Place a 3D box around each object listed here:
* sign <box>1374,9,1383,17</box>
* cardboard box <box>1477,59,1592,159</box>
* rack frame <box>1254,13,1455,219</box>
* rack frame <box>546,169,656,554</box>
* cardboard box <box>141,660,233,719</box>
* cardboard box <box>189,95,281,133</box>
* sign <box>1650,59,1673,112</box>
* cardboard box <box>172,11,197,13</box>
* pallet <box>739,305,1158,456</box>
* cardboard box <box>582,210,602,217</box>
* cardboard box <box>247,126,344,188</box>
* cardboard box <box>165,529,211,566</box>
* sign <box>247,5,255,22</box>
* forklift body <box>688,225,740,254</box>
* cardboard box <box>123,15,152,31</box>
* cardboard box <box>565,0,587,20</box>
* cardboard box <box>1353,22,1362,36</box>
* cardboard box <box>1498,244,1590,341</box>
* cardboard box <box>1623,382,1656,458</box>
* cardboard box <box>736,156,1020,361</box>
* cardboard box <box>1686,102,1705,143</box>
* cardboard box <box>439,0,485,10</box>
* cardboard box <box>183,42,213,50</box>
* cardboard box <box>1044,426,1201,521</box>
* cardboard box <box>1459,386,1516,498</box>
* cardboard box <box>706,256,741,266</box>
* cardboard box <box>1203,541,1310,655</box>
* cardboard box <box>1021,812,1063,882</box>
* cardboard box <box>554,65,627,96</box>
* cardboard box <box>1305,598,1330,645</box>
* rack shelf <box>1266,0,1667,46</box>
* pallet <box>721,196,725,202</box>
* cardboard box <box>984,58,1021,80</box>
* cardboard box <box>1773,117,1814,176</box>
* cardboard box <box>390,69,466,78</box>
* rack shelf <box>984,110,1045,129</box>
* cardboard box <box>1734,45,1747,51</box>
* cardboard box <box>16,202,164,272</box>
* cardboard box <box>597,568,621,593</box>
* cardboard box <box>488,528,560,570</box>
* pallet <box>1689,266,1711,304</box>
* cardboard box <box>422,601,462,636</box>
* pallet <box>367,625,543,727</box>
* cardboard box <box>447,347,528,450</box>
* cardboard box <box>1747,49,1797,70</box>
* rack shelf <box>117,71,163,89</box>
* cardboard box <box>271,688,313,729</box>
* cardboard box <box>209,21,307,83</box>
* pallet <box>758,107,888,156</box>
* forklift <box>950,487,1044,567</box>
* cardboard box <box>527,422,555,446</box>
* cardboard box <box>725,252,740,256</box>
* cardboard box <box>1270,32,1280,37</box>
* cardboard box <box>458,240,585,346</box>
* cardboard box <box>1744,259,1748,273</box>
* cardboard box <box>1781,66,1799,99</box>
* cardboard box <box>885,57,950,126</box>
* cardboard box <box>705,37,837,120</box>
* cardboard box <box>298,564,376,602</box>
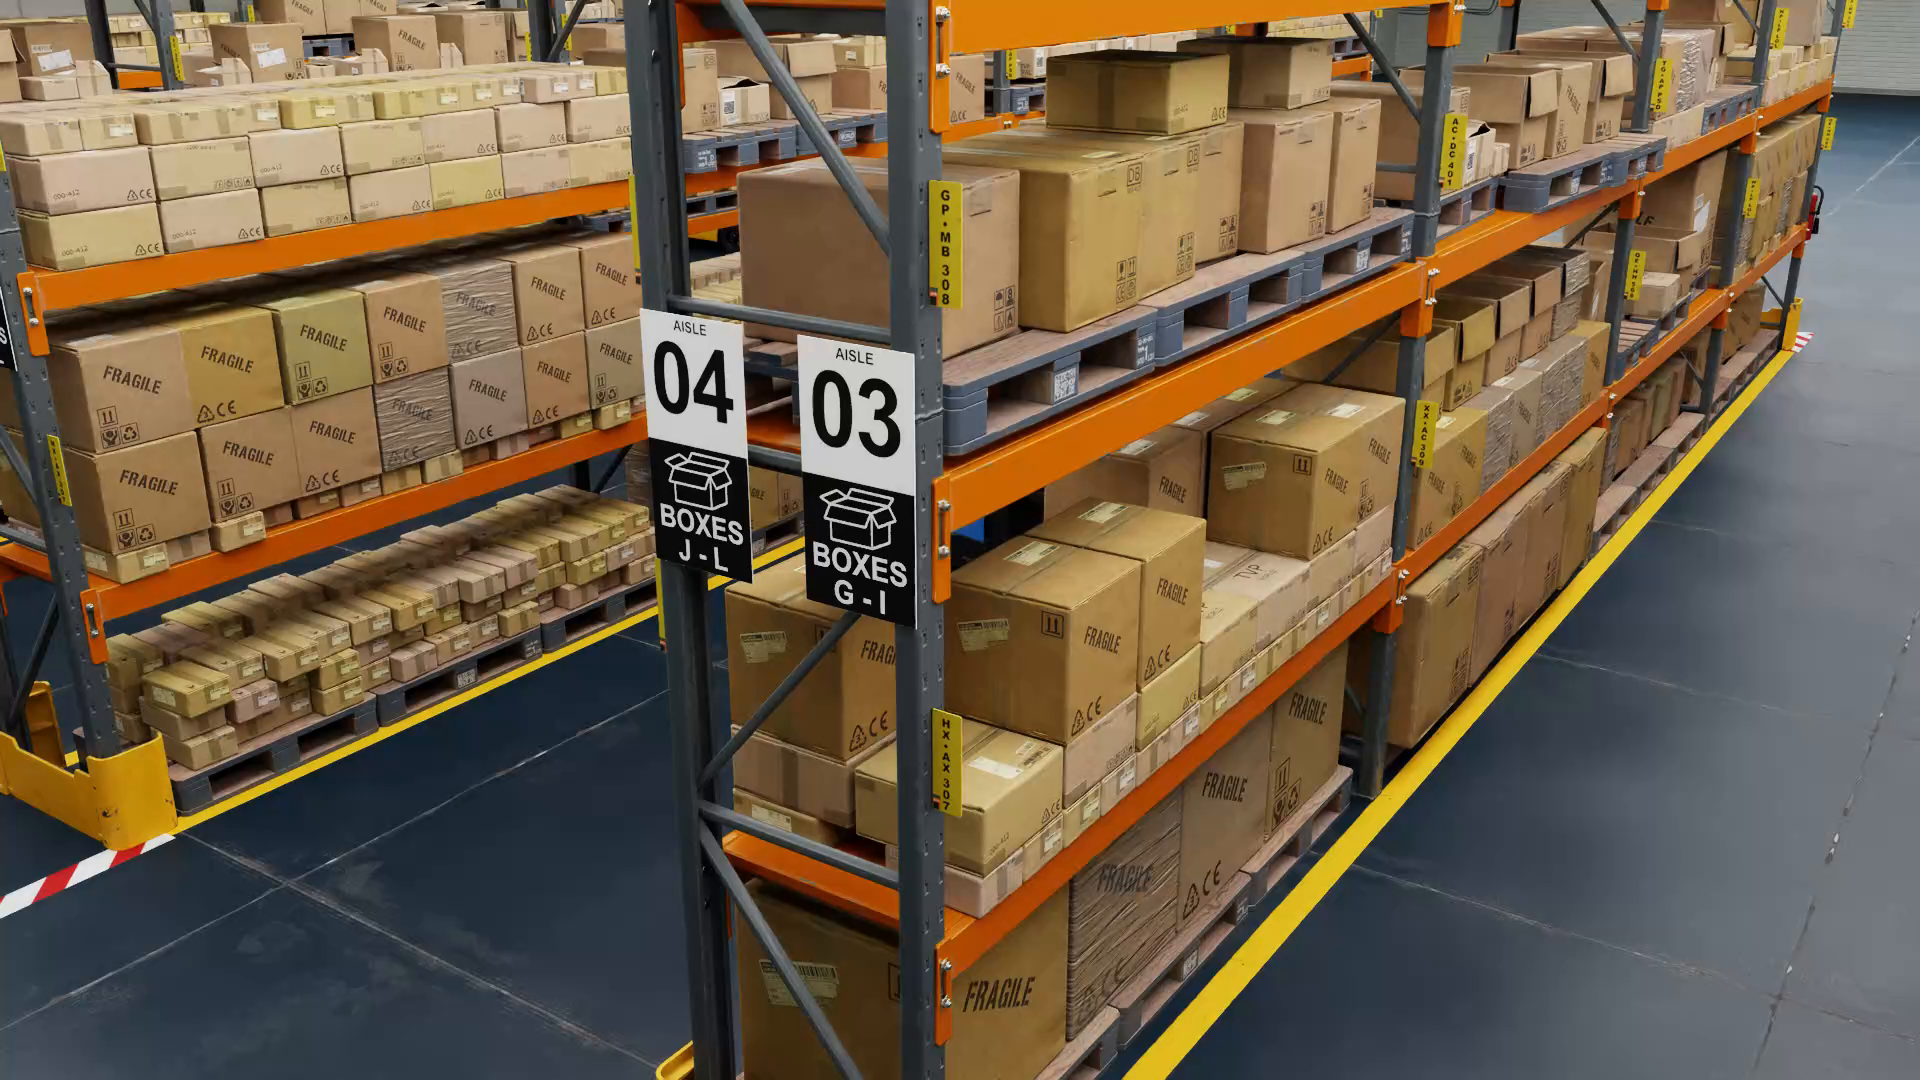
[{"bbox_3d":[4.897,-6.281,19.435,0.100,0.325,0.005,13,24,32],"label":"sign"},{"bbox_3d":[3.309,-2.511,9.655,0.500,0.500,0.500,15,25,35],"label":"cardboard box"},{"bbox_3d":[1.756,-2.980,7.349,1.000,3.000,0.127,13,24,32],"label":"rack frame"},{"bbox_3d":[-2.289,-1.162,11.084,1.000,3.000,0.127,13,24,32],"label":"rack frame"},{"bbox_3d":[-3.962,0.762,8.527,0.380,0.149,0.250,12,23,29],"label":"cardboard box"},{"bbox_3d":[-3.602,-2.119,8.266,0.380,0.149,0.250,14,25,33],"label":"cardboard box"},{"bbox_3d":[4.459,-2.890,10.570,0.100,0.325,0.005,13,24,32],"label":"sign"},{"bbox_3d":[-8.734,-5.825,18.577,0.380,0.149,0.250,12,24,30],"label":"cardboard box"},{"bbox_3d":[-0.084,-0.599,5.363,1.003,0.211,1.213,13,24,32],"label":"pallet"},{"bbox_3d":[-3.855,-3.382,16.842,0.380,0.149,0.250,12,23,29],"label":"cardboard box"},{"bbox_3d":[-3.490,-1.953,8.394,0.500,0.250,0.500,14,24,32],"label":"cardboard box"},{"bbox_3d":[-3.976,-0.007,8.322,0.380,0.149,0.250,14,25,34],"label":"cardboard box"},{"bbox_3d":[-7.851,-5.756,18.434,0.100,0.325,0.005,13,24,32],"label":"sign"},{"bbox_3d":[-3.359,-5.211,23.252,2.313,2.155,1.214,13,24,32],"label":"forklift body"},{"bbox_3d":[-8.768,-5.514,17.738,0.380,0.149,0.250,13,24,31],"label":"cardboard box"},{"bbox_3d":[-5.381,-7.161,22.356,0.500,0.311,0.500,14,24,33],"label":"cardboard box"},{"bbox_3d":[4.408,-5.905,19.193,0.380,0.149,0.250,14,24,32],"label":"cardboard box"},{"bbox_3d":[3.580,-1.624,10.743,0.797,0.503,0.637,14,25,34],"label":"cardboard box"},{"bbox_3d":[5.292,-1.030,13.694,0.700,0.500,0.500,11,23,27],"label":"cardboard box"},{"bbox_3d":[-0.245,-0.876,5.091,0.700,0.500,0.500,12,23,29],"label":"cardboard box"},{"bbox_3d":[5.049,-3.032,12.031,0.500,0.250,0.500,14,24,33],"label":"cardboard box"},{"bbox_3d":[-6.255,-6.715,21.149,0.500,0.311,0.500,12,24,30],"label":"cardboard box"},{"bbox_3d":[-8.386,-5.355,18.311,0.500,0.250,0.500,12,24,30],"label":"cardboard box"},{"bbox_3d":[0.703,-0.209,7.214,0.500,0.500,0.500,12,24,30],"label":"cardboard box"},{"bbox_3d":[2.785,-0.584,9.376,0.500,0.500,0.500,13,24,31],"label":"cardboard box"},{"bbox_3d":[-1.639,-1.970,12.166,0.380,0.149,0.250,12,24,30],"label":"cardboard box"},{"bbox_3d":[1.149,0.238,7.085,0.500,0.250,0.500,14,24,33],"label":"cardboard box"},{"bbox_3d":[0.123,0.988,5.632,0.380,0.149,0.250,13,24,31],"label":"cardboard box"},{"bbox_3d":[-2.239,-2.777,10.046,0.380,0.149,0.250,12,23,29],"label":"cardboard box"},{"bbox_3d":[1.422,0.324,7.426,0.380,0.149,0.250,14,24,33],"label":"cardboard box"},{"bbox_3d":[2.880,-3.029,9.095,1.077,0.370,4.000,13,24,32],"label":"rack shelf"},{"bbox_3d":[-2.493,-4.113,19.337,1.003,0.211,1.213,13,24,32],"label":"pallet"},{"bbox_3d":[0.279,-3.907,13.794,0.380,0.149,0.250,12,24,30],"label":"cardboard box"},{"bbox_3d":[8.121,-3.914,16.508,0.500,0.500,0.500,13,24,32],"label":"cardboard box"},{"bbox_3d":[-3.112,-2.664,9.740,0.380,0.149,0.250,12,24,30],"label":"cardboard box"},{"bbox_3d":[1.084,-3.953,15.342,1.077,0.370,4.000,13,24,32],"label":"rack shelf"},{"bbox_3d":[7.158,-4.574,15.624,0.380,0.149,0.250,12,24,30],"label":"cardboard box"},{"bbox_3d":[-4.074,-1.430,7.700,0.500,0.250,0.500,14,25,34],"label":"cardboard box"},{"bbox_3d":[-2.443,0.215,10.864,0.380,0.149,0.250,14,25,33],"label":"cardboard box"},{"bbox_3d":[-2.729,0.065,10.413,0.380,0.149,0.250,14,25,34],"label":"cardboard box"},{"bbox_3d":[5.703,-2.181,14.113,1.003,0.211,1.213,13,24,32],"label":"pallet"},{"bbox_3d":[-3.183,0.422,9.875,0.380,0.149,0.250,15,25,34],"label":"cardboard box"},{"bbox_3d":[-3.323,0.697,10.077,1.003,0.211,1.213,13,24,32],"label":"pallet"},{"bbox_3d":[-2.901,-0.864,9.703,0.500,0.500,0.500,13,24,32],"label":"cardboard box"},{"bbox_3d":[7.278,-4.320,14.937,0.380,0.149,0.250,13,24,31],"label":"cardboard box"},{"bbox_3d":[-9.423,-4.709,17.385,1.077,0.370,4.000,13,24,32],"label":"rack shelf"},{"bbox_3d":[-3.765,0.874,9.083,0.380,0.149,0.250,14,24,32],"label":"cardboard box"},{"bbox_3d":[-5.705,-3.946,13.535,0.500,0.500,0.500,13,24,31],"label":"cardboard box"},{"bbox_3d":[-1.274,-2.936,11.825,1.213,0.211,1.003,13,24,32],"label":"pallet"},{"bbox_3d":[0.840,-1.082,10.964,1.130,2.935,3.031,-19,28,-41],"label":"forklift"},{"bbox_3d":[-2.712,-0.696,10.185,0.380,0.149,0.250,13,24,30],"label":"cardboard box"},{"bbox_3d":[-2.236,-3.208,19.795,0.950,0.372,0.625,14,24,33],"label":"cardboard box"},{"bbox_3d":[3.120,-5.247,17.414,0.380,0.149,0.250,13,24,31],"label":"cardboard box"},{"bbox_3d":[-2.616,-1.481,9.930,0.500,0.500,0.500,12,24,30],"label":"cardboard box"},{"bbox_3d":[6.892,-2.493,15.043,0.380,0.149,0.250,13,24,32],"label":"cardboard box"},{"bbox_3d":[7.299,-4.170,15.108,0.500,0.250,0.500,12,24,30],"label":"cardboard box"},{"bbox_3d":[-0.422,-3.404,12.677,0.500,0.500,0.500,13,24,32],"label":"cardboard box"},{"bbox_3d":[-1.312,-3.232,11.601,0.797,0.503,0.637,13,24,31],"label":"cardboard box"},{"bbox_3d":[-3.678,0.281,9.827,0.380,0.149,0.250,12,24,30],"label":"cardboard box"}]
